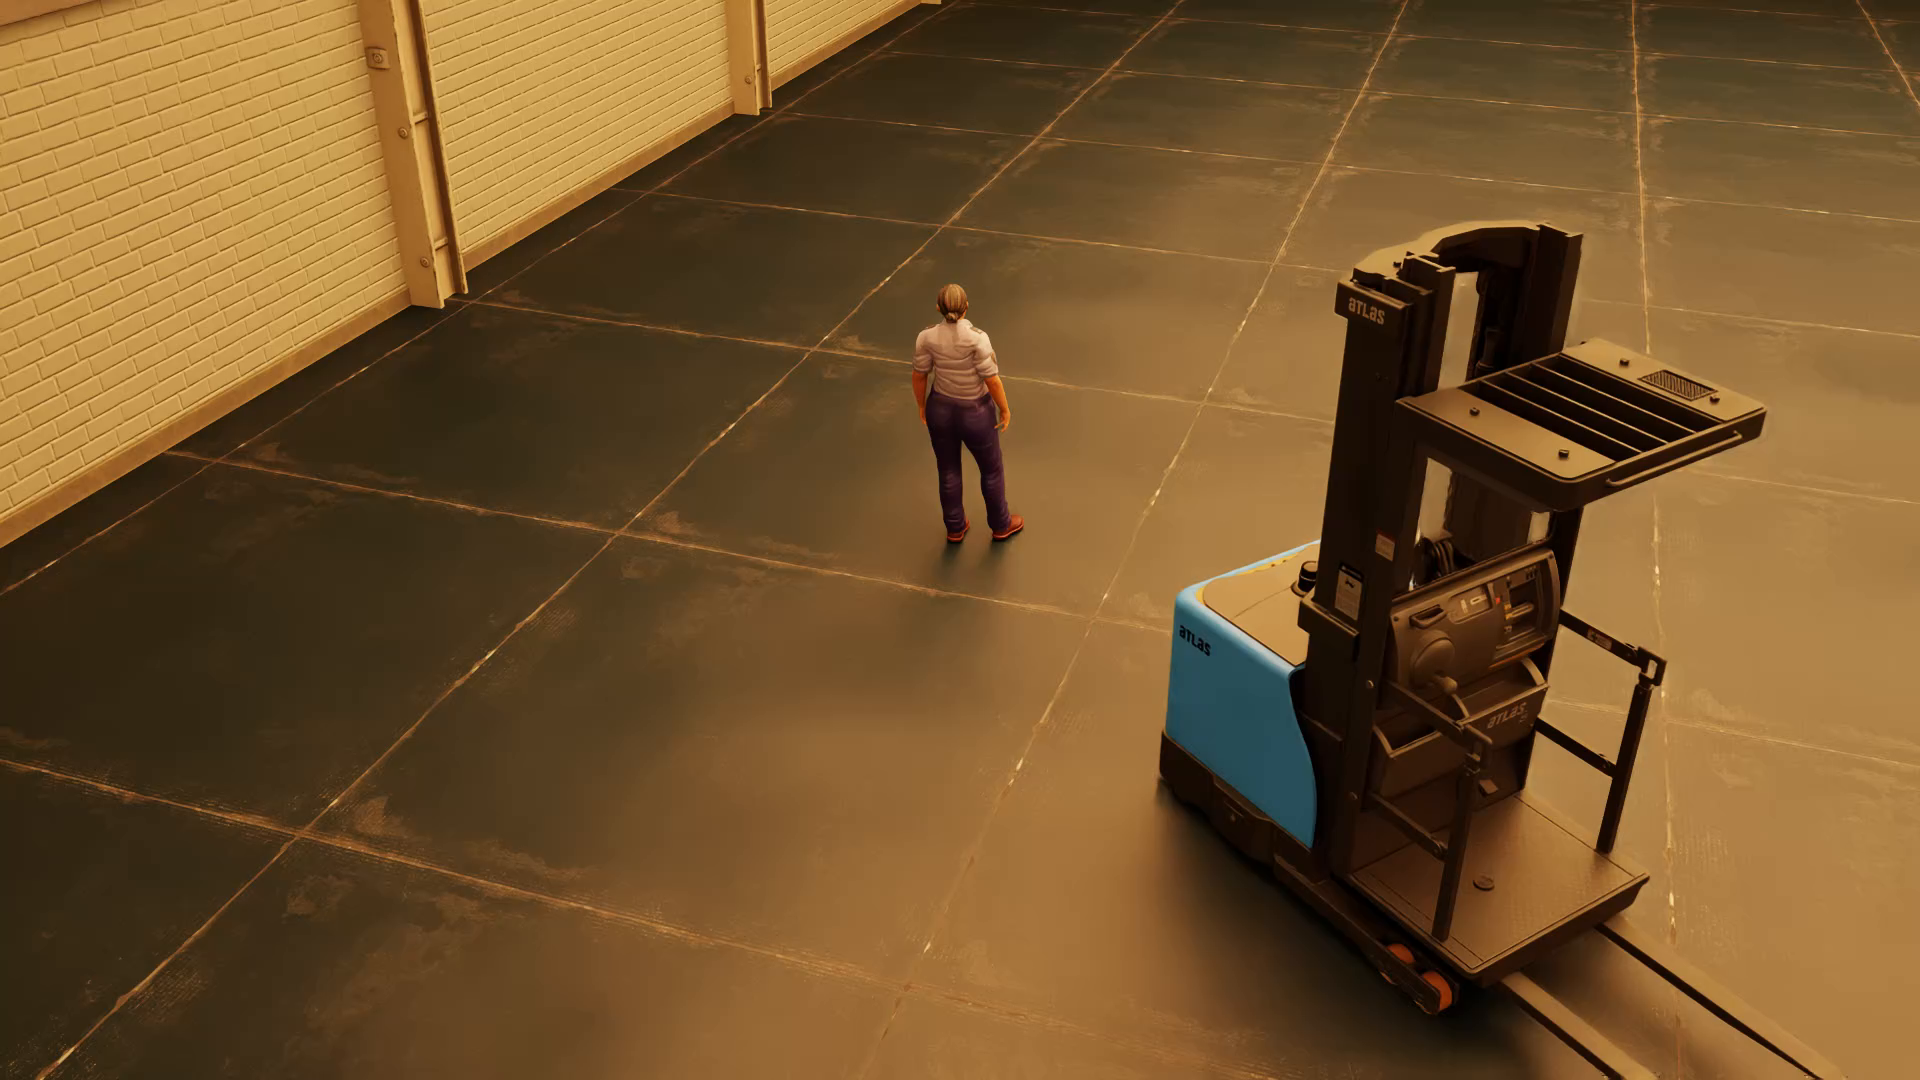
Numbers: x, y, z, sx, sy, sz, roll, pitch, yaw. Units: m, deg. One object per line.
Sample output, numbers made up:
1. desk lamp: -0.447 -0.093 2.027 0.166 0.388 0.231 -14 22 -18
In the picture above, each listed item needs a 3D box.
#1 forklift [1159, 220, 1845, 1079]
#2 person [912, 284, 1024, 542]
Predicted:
1. forklift: 2.177 0.375 6.479 1.130 2.935 3.031 -18 34 -28
2. person: 0.050 -0.761 9.751 0.599 1.650 0.503 10 31 16
